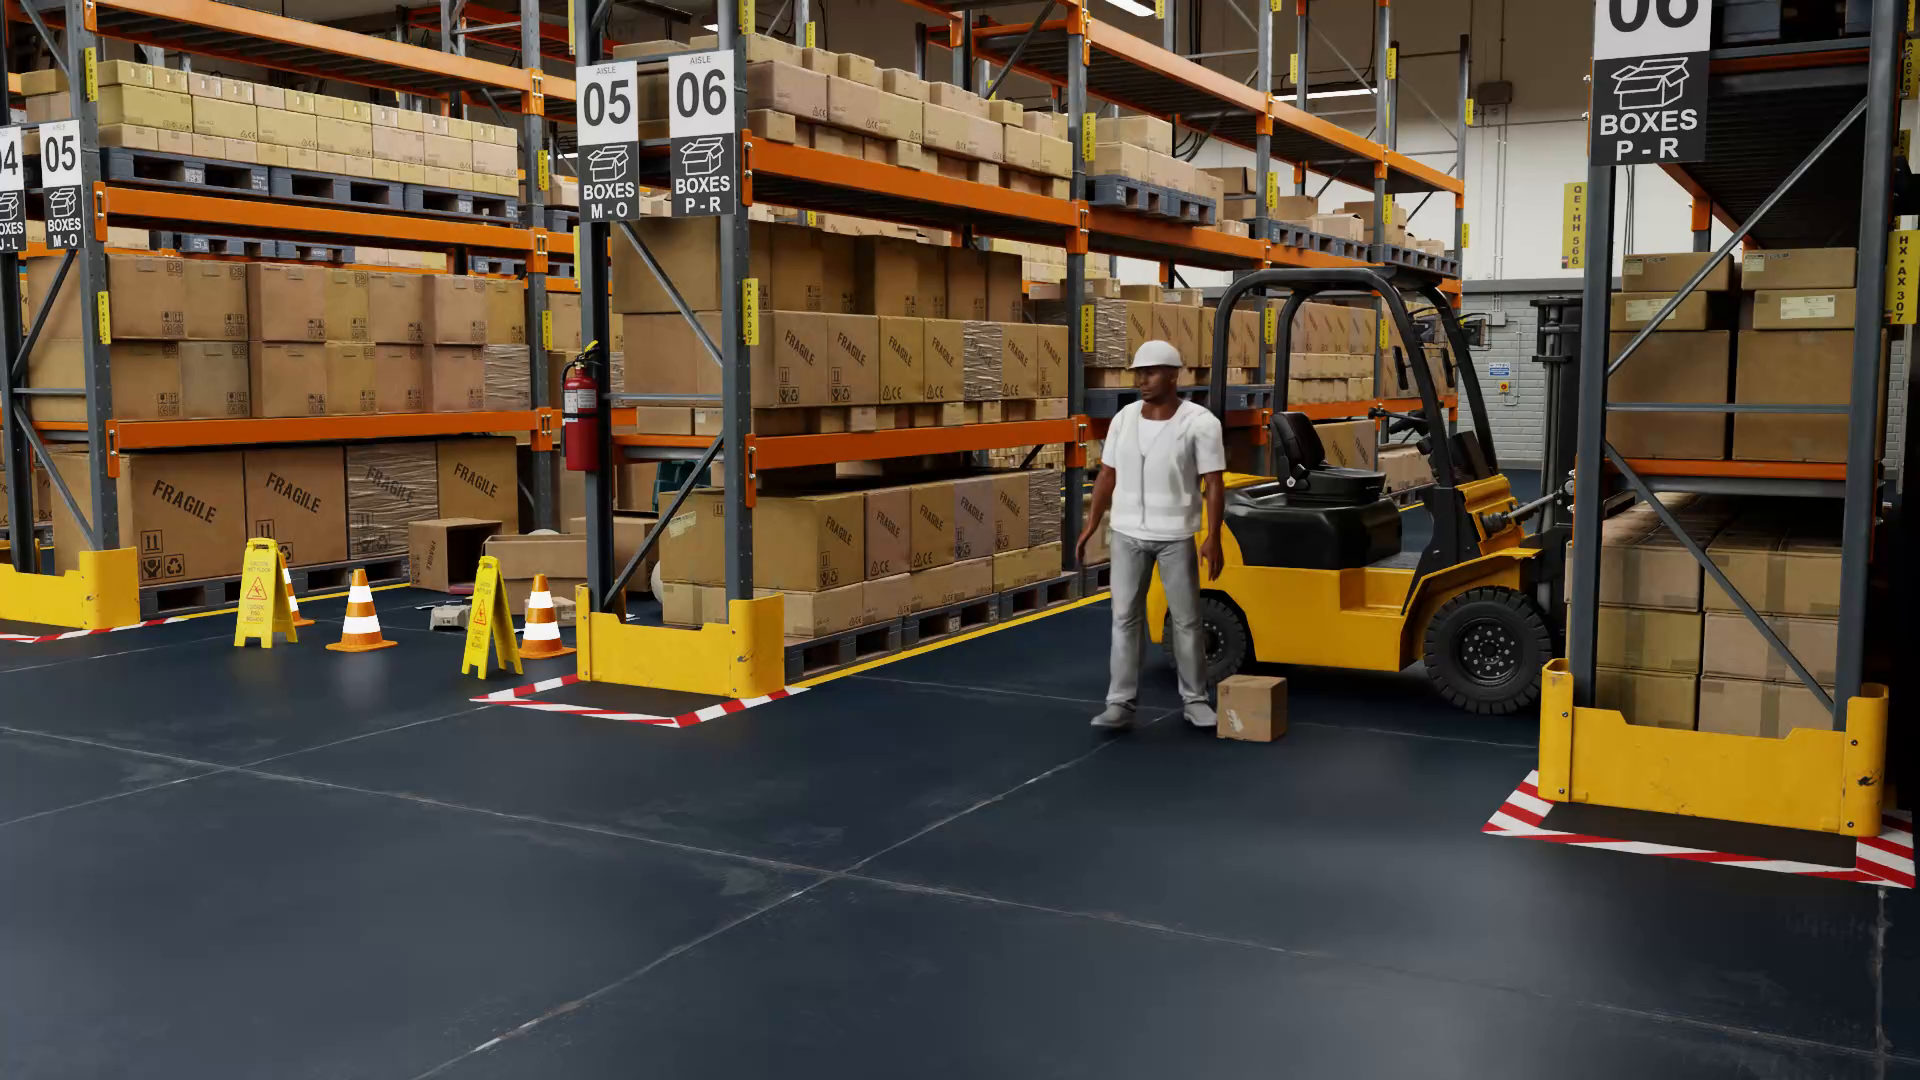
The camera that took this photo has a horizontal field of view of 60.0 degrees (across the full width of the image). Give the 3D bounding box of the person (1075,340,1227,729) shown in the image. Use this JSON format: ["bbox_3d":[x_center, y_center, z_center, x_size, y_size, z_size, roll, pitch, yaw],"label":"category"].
[{"bbox_3d":[0.853,-0.018,7.559,0.699,1.767,0.577,3,7,28],"label":"person"}]
